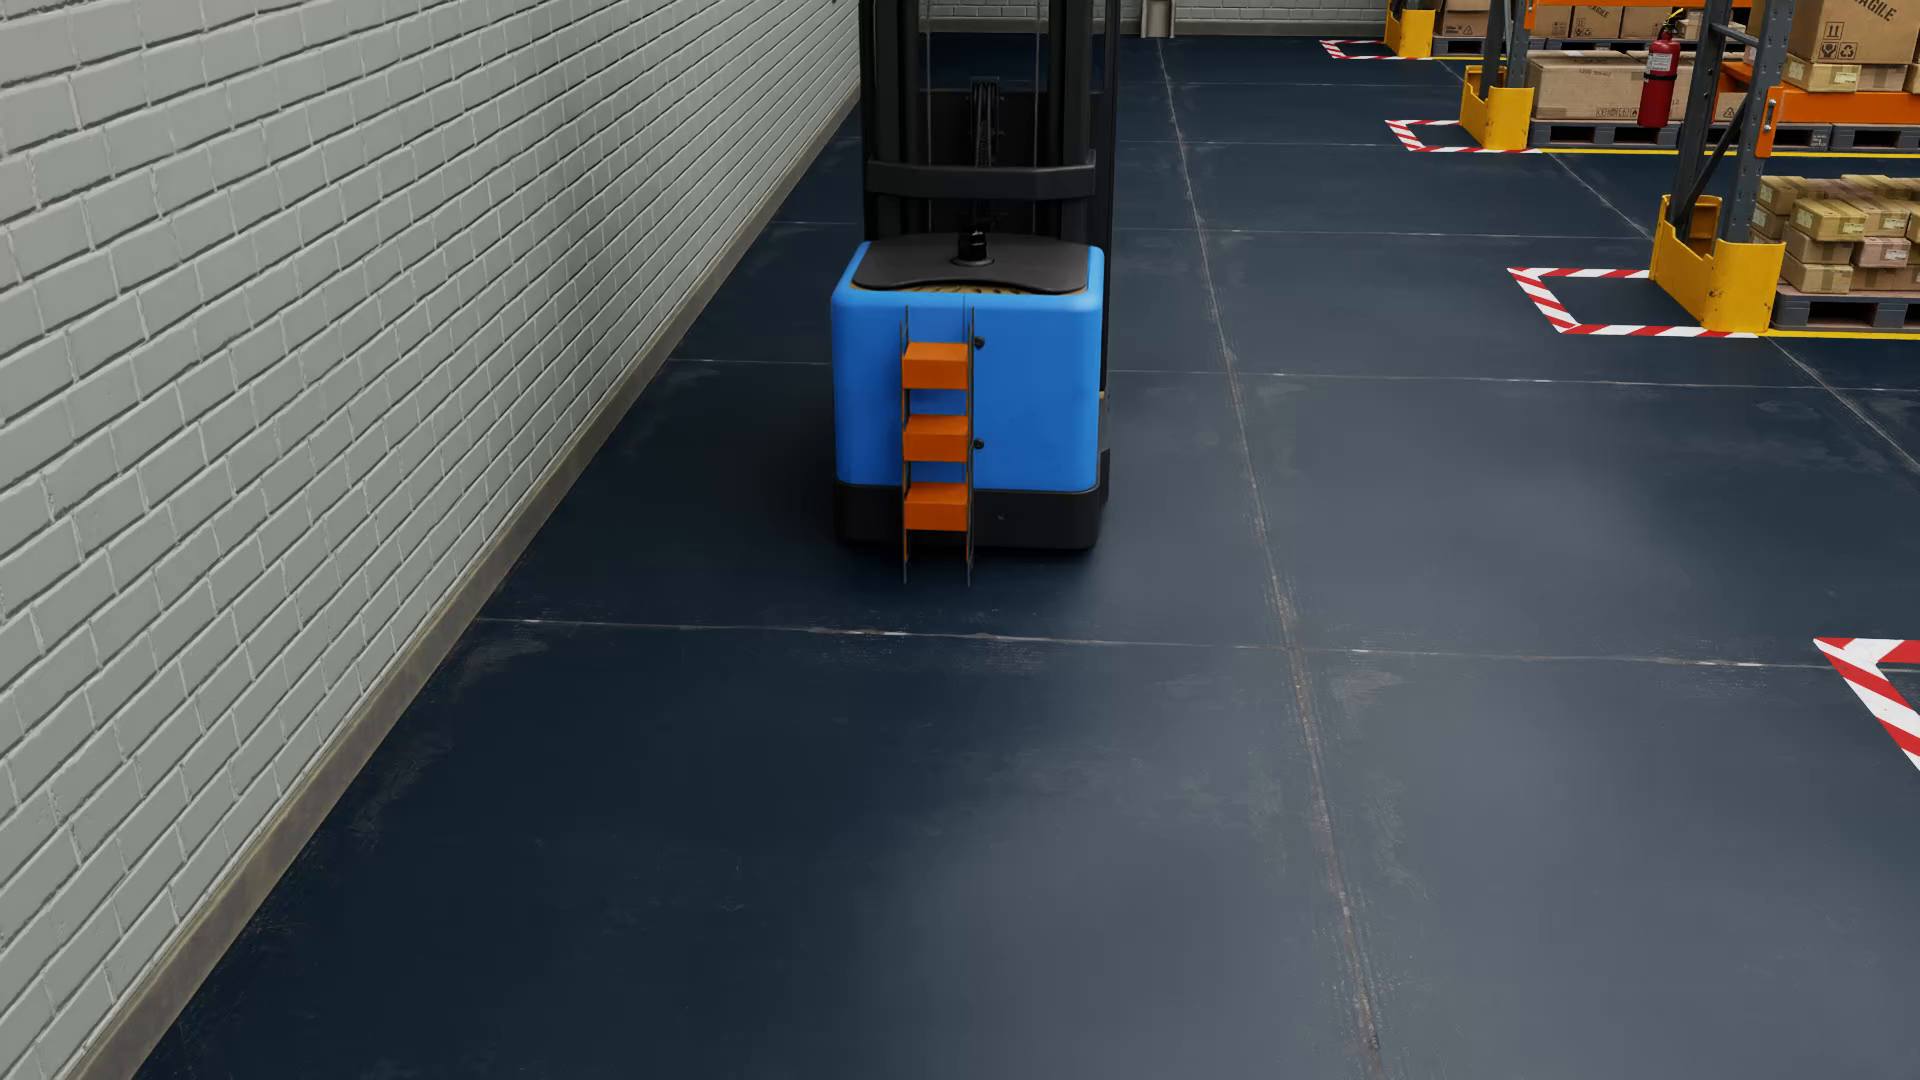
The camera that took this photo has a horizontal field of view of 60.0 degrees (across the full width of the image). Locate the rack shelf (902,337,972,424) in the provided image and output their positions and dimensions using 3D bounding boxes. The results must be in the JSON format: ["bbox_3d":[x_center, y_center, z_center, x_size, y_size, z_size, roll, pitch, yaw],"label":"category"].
[{"bbox_3d":[-0.082,-0.589,6.120,0.240,0.259,0.215,2,25,5],"label":"rack shelf"}]

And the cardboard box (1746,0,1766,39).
[{"bbox_3d":[4.777,-3.037,9.286,0.500,0.500,0.500,2,25,5],"label":"cardboard box"}]

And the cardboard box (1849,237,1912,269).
[{"bbox_3d":[5.081,-1.638,9.274,0.250,0.149,0.380,2,25,4],"label":"cardboard box"}]

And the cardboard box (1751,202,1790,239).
[{"bbox_3d":[4.857,-1.896,9.835,0.250,0.149,0.380,1,25,3],"label":"cardboard box"}]

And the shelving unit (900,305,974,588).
[{"bbox_3d":[-0.082,-0.341,6.234,0.252,1.050,0.215,2,25,5],"label":"shelving unit"}]

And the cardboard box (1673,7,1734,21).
[{"bbox_3d":[8.311,-5.860,18.610,0.500,0.311,0.500,3,25,6],"label":"cardboard box"}]

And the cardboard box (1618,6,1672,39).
[{"bbox_3d":[7.451,-5.818,18.294,0.500,0.500,0.700,1,25,2],"label":"cardboard box"}]

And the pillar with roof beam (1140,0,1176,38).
[{"bbox_3d":[2.015,-8.292,14.005,0.400,9.000,9.100,2,25,4],"label":"pillar with roof beam"}]

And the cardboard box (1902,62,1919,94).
[{"bbox_3d":[5.128,-2.481,8.853,0.250,0.149,0.380,1,25,2],"label":"cardboard box"}]

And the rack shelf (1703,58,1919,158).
[{"bbox_3d":[6.303,-2.373,9.179,4.000,0.370,1.077,2,25,4],"label":"rack shelf"}]

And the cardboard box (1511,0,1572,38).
[{"bbox_3d":[6.415,-5.851,18.366,0.500,0.500,0.700,3,25,6],"label":"cardboard box"}]

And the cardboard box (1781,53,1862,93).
[{"bbox_3d":[4.607,-2.502,8.901,0.250,0.149,0.380,2,25,4],"label":"cardboard box"}]

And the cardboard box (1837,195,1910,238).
[{"bbox_3d":[5.090,-1.812,9.297,0.250,0.149,0.380,2,25,5],"label":"cardboard box"}]

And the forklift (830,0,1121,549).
[{"bbox_3d":[0.145,-1.874,7.317,1.130,2.935,3.031,2,25,5],"label":"forklift"}]

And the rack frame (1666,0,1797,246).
[{"bbox_3d":[4.309,-2.764,9.167,0.127,3.000,1.000,2,25,4],"label":"rack frame"}]

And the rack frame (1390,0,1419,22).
[{"bbox_3d":[4.964,-6.899,18.154,0.127,3.000,1.000,2,25,4],"label":"rack frame"}]

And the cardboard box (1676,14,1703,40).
[{"bbox_3d":[8.018,-5.626,18.157,0.258,0.266,0.396,3,25,6],"label":"cardboard box"}]

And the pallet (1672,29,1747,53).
[{"bbox_3d":[8.267,-5.526,18.508,1.213,0.211,1.003,2,25,4],"label":"pallet"}]

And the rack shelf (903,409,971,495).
[{"bbox_3d":[-0.082,-0.331,6.239,0.240,0.259,0.215,2,25,5],"label":"rack shelf"}]

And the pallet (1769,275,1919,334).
[{"bbox_3d":[5.192,-1.454,9.657,1.213,0.211,1.003,2,25,4],"label":"pallet"}]

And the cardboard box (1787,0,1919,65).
[{"bbox_3d":[4.736,-2.815,8.803,0.500,0.500,0.500,3,25,6],"label":"cardboard box"}]

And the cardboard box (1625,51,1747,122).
[{"bbox_3d":[6.166,-3.852,14.095,0.875,0.438,0.875,2,25,5],"label":"cardboard box"}]

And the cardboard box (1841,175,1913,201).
[{"bbox_3d":[5.370,-2.031,9.772,0.250,0.149,0.380,1,25,3],"label":"cardboard box"}]

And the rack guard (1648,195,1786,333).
[{"bbox_3d":[4.385,-1.626,9.685,0.348,0.500,1.175,2,25,4],"label":"rack guard"}]

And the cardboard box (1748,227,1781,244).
[{"bbox_3d":[4.850,-1.729,9.828,0.250,0.149,0.380,2,25,5],"label":"cardboard box"}]

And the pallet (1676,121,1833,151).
[{"bbox_3d":[6.604,-3.530,14.169,1.213,0.211,1.003,2,25,4],"label":"pallet"}]

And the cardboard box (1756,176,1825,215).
[{"bbox_3d":[4.856,-2.018,9.744,0.250,0.149,0.380,2,25,5],"label":"cardboard box"}]

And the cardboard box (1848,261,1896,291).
[{"bbox_3d":[5.074,-1.535,9.405,0.250,0.149,0.380,2,25,4],"label":"cardboard box"}]

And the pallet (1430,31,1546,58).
[{"bbox_3d":[5.834,-5.604,18.677,1.213,0.211,1.003,2,25,4],"label":"pallet"}]

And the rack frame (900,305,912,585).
[{"bbox_3d":[-0.203,-0.345,6.244,0.008,1.050,0.200,2,25,5],"label":"rack frame"}]

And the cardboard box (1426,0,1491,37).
[{"bbox_3d":[5.566,-5.896,18.460,0.637,0.503,0.797,1,25,2],"label":"cardboard box"}]
